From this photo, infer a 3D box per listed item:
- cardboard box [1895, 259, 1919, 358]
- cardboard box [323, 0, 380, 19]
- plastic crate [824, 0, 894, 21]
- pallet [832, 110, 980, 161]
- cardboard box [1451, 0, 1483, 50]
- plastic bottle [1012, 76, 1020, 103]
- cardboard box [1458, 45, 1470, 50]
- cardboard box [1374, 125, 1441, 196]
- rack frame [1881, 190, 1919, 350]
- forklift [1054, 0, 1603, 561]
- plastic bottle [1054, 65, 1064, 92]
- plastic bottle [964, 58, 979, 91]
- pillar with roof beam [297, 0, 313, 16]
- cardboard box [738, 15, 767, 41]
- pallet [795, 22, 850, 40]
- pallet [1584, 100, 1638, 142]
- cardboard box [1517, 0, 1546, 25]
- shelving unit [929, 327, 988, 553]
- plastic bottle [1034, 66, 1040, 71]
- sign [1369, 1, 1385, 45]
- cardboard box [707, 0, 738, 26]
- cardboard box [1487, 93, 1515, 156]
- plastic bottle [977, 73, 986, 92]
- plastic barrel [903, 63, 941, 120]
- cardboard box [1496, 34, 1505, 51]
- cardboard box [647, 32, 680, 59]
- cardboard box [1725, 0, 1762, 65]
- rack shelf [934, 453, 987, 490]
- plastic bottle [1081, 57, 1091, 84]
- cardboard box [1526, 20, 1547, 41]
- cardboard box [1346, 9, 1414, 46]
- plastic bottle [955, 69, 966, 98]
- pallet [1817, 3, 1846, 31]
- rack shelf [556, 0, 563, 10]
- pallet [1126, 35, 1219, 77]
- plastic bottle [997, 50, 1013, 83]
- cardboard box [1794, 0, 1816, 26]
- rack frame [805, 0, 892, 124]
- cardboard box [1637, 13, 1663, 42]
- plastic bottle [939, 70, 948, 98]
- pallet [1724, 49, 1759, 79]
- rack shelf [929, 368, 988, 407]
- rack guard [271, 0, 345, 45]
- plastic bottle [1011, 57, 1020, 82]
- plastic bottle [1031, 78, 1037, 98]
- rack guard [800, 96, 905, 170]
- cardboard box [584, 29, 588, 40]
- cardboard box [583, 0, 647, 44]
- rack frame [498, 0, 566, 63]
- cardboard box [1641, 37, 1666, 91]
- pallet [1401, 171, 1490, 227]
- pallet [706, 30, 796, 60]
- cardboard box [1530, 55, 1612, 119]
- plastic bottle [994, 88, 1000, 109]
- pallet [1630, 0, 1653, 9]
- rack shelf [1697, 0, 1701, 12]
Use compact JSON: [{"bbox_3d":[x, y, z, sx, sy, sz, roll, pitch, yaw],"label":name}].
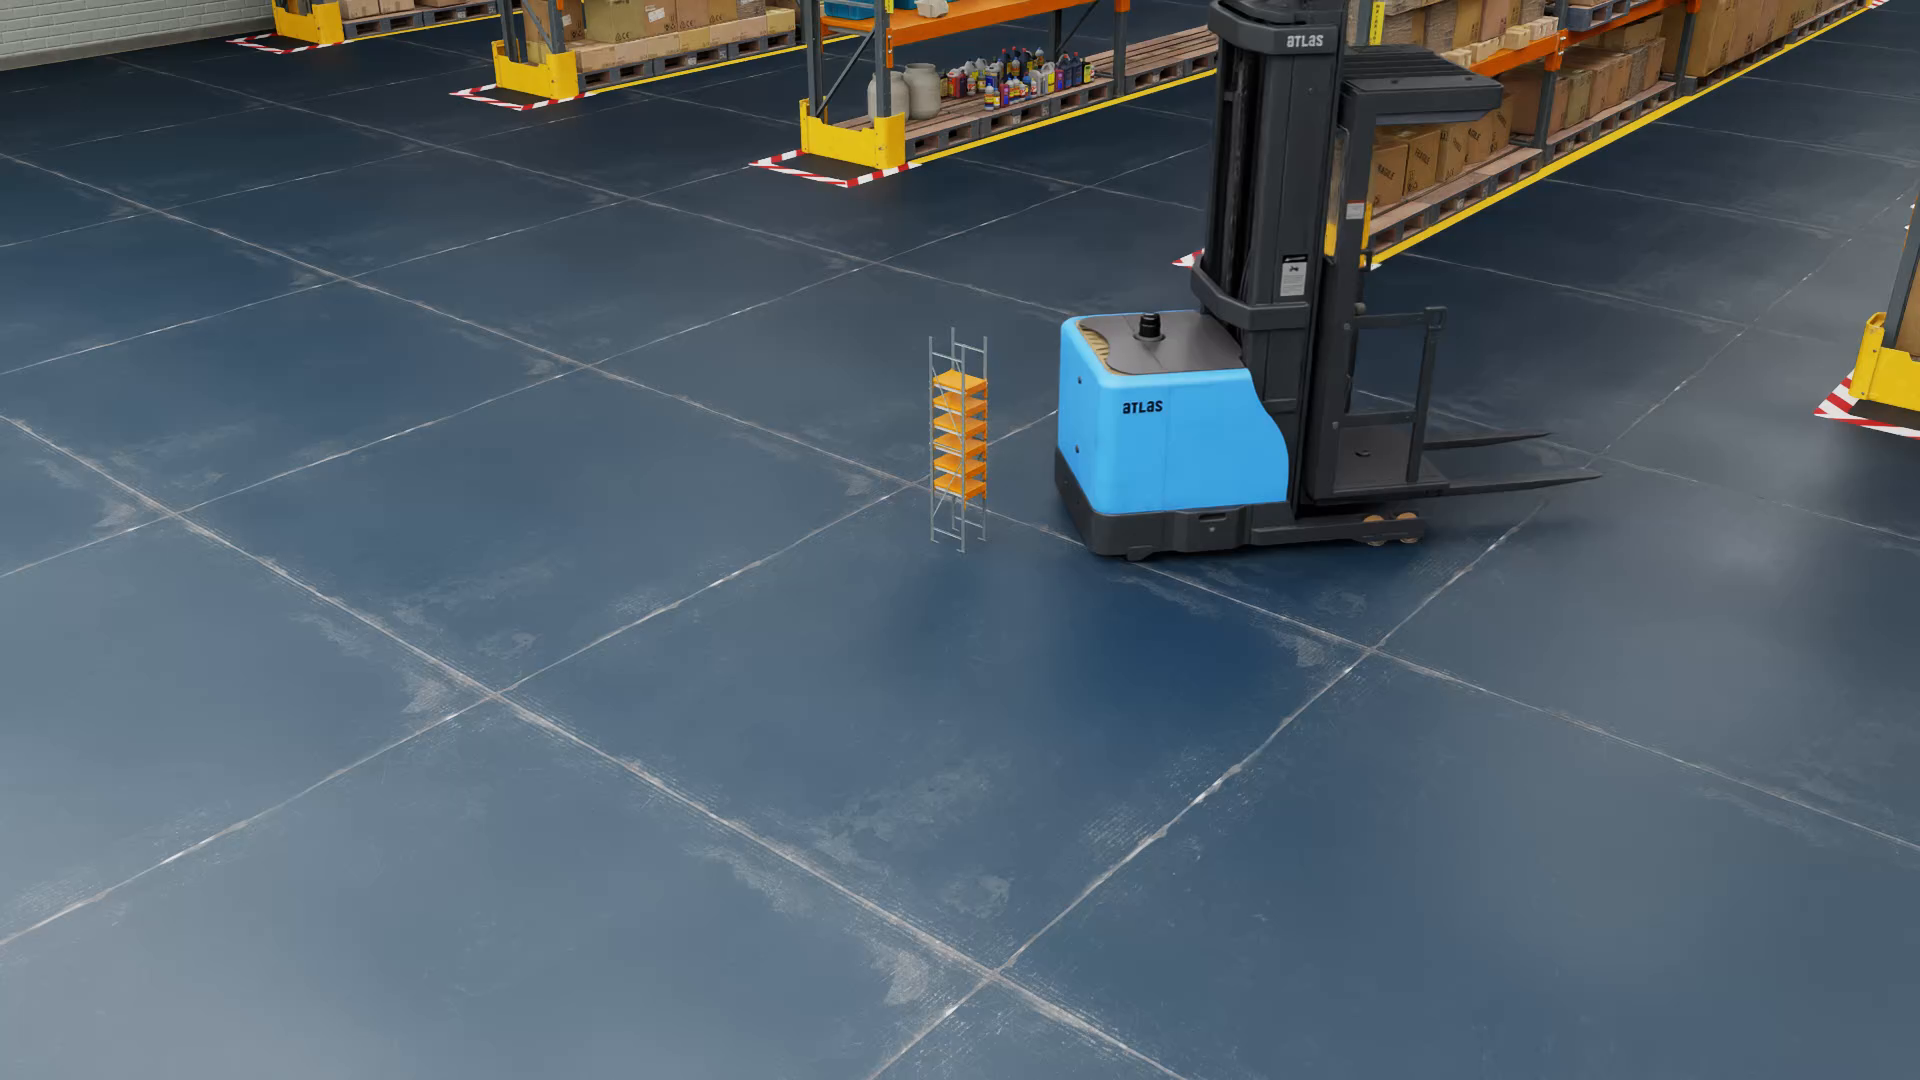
[{"bbox_3d":[6.880,-1.700,11.126,0.875,0.875,0.875,21,34,35],"label":"cardboard box"},{"bbox_3d":[-8.221,-7.246,22.439,0.500,0.311,0.500,17,32,29],"label":"cardboard box"},{"bbox_3d":[-0.998,-5.329,16.448,0.499,0.251,0.616,21,34,34],"label":"plastic crate"},{"bbox_3d":[-0.553,-4.219,17.175,1.003,0.211,1.213,21,34,34],"label":"pallet"},{"bbox_3d":[4.011,-4.597,14.439,0.875,0.500,0.500,21,34,34],"label":"cardboard box"},{"bbox_3d":[0.590,-4.822,17.798,0.097,0.271,0.097,0,27,0],"label":"plastic bottle"},{"bbox_3d":[4.187,-4.233,14.442,0.380,0.149,0.250,21,34,34],"label":"cardboard box"},{"bbox_3d":[3.913,-3.414,14.848,0.500,0.500,0.500,25,36,39],"label":"cardboard box"},{"bbox_3d":[6.499,-2.197,10.232,1.000,3.000,0.127,21,34,34],"label":"rack frame"},{"bbox_3d":[2.119,-1.503,8.965,3.031,2.935,1.130,-5,28,-9],"label":"forklift"},{"bbox_3d":[1.078,-5.087,18.296,0.061,0.283,0.133,23,35,38],"label":"plastic bottle"},{"bbox_3d":[0.116,-5.119,18.284,0.144,0.351,0.185,22,35,36],"label":"plastic bottle"},{"bbox_3d":[-5.631,-9.933,18.657,9.100,9.000,0.400,21,34,34],"label":"pillar with roof beam"},{"bbox_3d":[-2.813,-6.560,21.201,0.500,0.250,0.500,21,34,34],"label":"cardboard box"},{"bbox_3d":[-1.923,-7.031,22.612,1.003,0.211,1.213,21,34,34],"label":"pallet"},{"bbox_3d":[6.550,-4.573,17.860,1.003,0.211,1.213,21,34,34],"label":"pallet"},{"bbox_3d":[4.947,-5.136,15.480,0.875,0.500,0.500,21,34,34],"label":"cardboard box"},{"bbox_3d":[-0.009,-0.528,8.964,0.258,1.200,0.189,21,34,34],"label":"shelving unit"},{"bbox_3d":[0.848,-5.063,18.250,0.061,0.283,0.133,21,34,34],"label":"plastic bottle"},{"bbox_3d":[3.155,-3.908,12.598,0.100,0.325,0.005,21,34,34],"label":"sign"},{"bbox_3d":[-3.130,-6.715,20.685,0.500,0.500,0.500,21,34,34],"label":"cardboard box"},{"bbox_3d":[4.995,-4.047,16.072,0.500,0.500,0.500,20,33,33],"label":"cardboard box"},{"bbox_3d":[0.237,-5.032,18.280,0.097,0.201,0.097,0,27,0],"label":"plastic bottle"},{"bbox_3d":[-0.407,-4.645,17.215,0.421,0.512,0.421,0,27,0],"label":"plastic barrel"},{"bbox_3d":[4.665,-4.499,14.955,0.380,0.149,0.250,21,34,34],"label":"cardboard box"},{"bbox_3d":[-3.759,-6.025,20.167,0.500,0.250,0.500,21,34,34],"label":"cardboard box"},{"bbox_3d":[8.853,-6.314,20.046,1.225,0.875,0.875,21,34,35],"label":"cardboard box"},{"bbox_3d":[-0.009,-0.382,9.040,0.258,0.103,0.180,21,34,34],"label":"rack shelf"},{"bbox_3d":[1.407,-5.270,18.650,0.061,0.283,0.133,23,35,37],"label":"plastic bottle"},{"bbox_3d":[5.204,-4.741,15.424,0.380,0.149,0.250,21,34,34],"label":"cardboard box"},{"bbox_3d":[3.107,-4.046,13.374,0.875,0.500,0.500,21,34,34],"label":"cardboard box"},{"bbox_3d":[0.008,-4.949,18.029,0.061,0.283,0.133,21,34,34],"label":"plastic bottle"},{"bbox_3d":[11.689,-7.380,23.286,1.003,0.211,1.213,21,34,34],"label":"pallet"},{"bbox_3d":[-3.633,-6.969,20.239,1.077,0.370,4.000,21,34,34],"label":"rack shelf"},{"bbox_3d":[2.704,-6.034,20.684,1.003,0.211,1.213,21,34,34],"label":"pallet"},{"bbox_3d":[0.505,-5.335,18.703,0.144,0.351,0.185,19,33,32],"label":"plastic bottle"},{"bbox_3d":[10.851,-7.391,22.127,0.875,0.875,0.875,21,34,34],"label":"cardboard box"},{"bbox_3d":[-1.086,-5.130,15.902,1.000,3.000,0.127,21,34,34],"label":"rack frame"},{"bbox_3d":[7.422,-5.691,18.411,0.500,0.250,0.500,22,35,36],"label":"cardboard box"},{"bbox_3d":[-0.195,-4.945,18.022,0.061,0.283,0.133,22,34,36],"label":"plastic bottle"},{"bbox_3d":[9.161,-5.968,20.558,1.003,0.211,1.213,21,34,34],"label":"pallet"},{"bbox_3d":[-0.009,-0.808,8.819,0.258,0.103,0.180,21,34,34],"label":"rack shelf"},{"bbox_3d":[-8.682,-6.942,22.125,1.175,0.500,0.348,21,34,34],"label":"rack guard"},{"bbox_3d":[0.626,-5.280,18.683,0.097,0.271,0.097,0,27,0],"label":"plastic bottle"},{"bbox_3d":[0.783,-4.899,18.023,0.097,0.201,0.097,0,27,0],"label":"plastic bottle"},{"bbox_3d":[-1.074,-4.060,16.555,1.175,0.500,0.348,21,34,34],"label":"rack guard"},{"bbox_3d":[-4.484,-6.002,20.122,0.500,0.250,0.500,21,34,34],"label":"cardboard box"},{"bbox_3d":[-4.076,-6.180,19.652,0.500,0.500,0.500,21,34,34],"label":"cardboard box"},{"bbox_3d":[-4.905,-6.579,18.703,1.000,3.000,0.127,21,34,34],"label":"rack frame"},{"bbox_3d":[7.414,-5.361,18.589,0.700,0.500,0.500,19,33,32],"label":"cardboard box"},{"bbox_3d":[4.105,-3.179,15.166,1.003,0.211,1.213,21,34,34],"label":"pallet"},{"bbox_3d":[-2.899,-6.489,21.564,1.003,0.211,1.213,21,34,34],"label":"pallet"},{"bbox_3d":[6.361,-4.759,17.427,0.700,0.500,0.500,18,32,30],"label":"cardboard box"},{"bbox_3d":[0.374,-4.671,17.581,0.097,0.201,0.097,0,27,0],"label":"plastic bottle"},{"bbox_3d":[6.597,-5.720,17.251,1.003,0.211,1.213,21,34,34],"label":"pallet"},{"bbox_3d":[9.097,-6.908,20.123,1.077,0.370,4.000,21,34,34],"label":"rack shelf"}]
